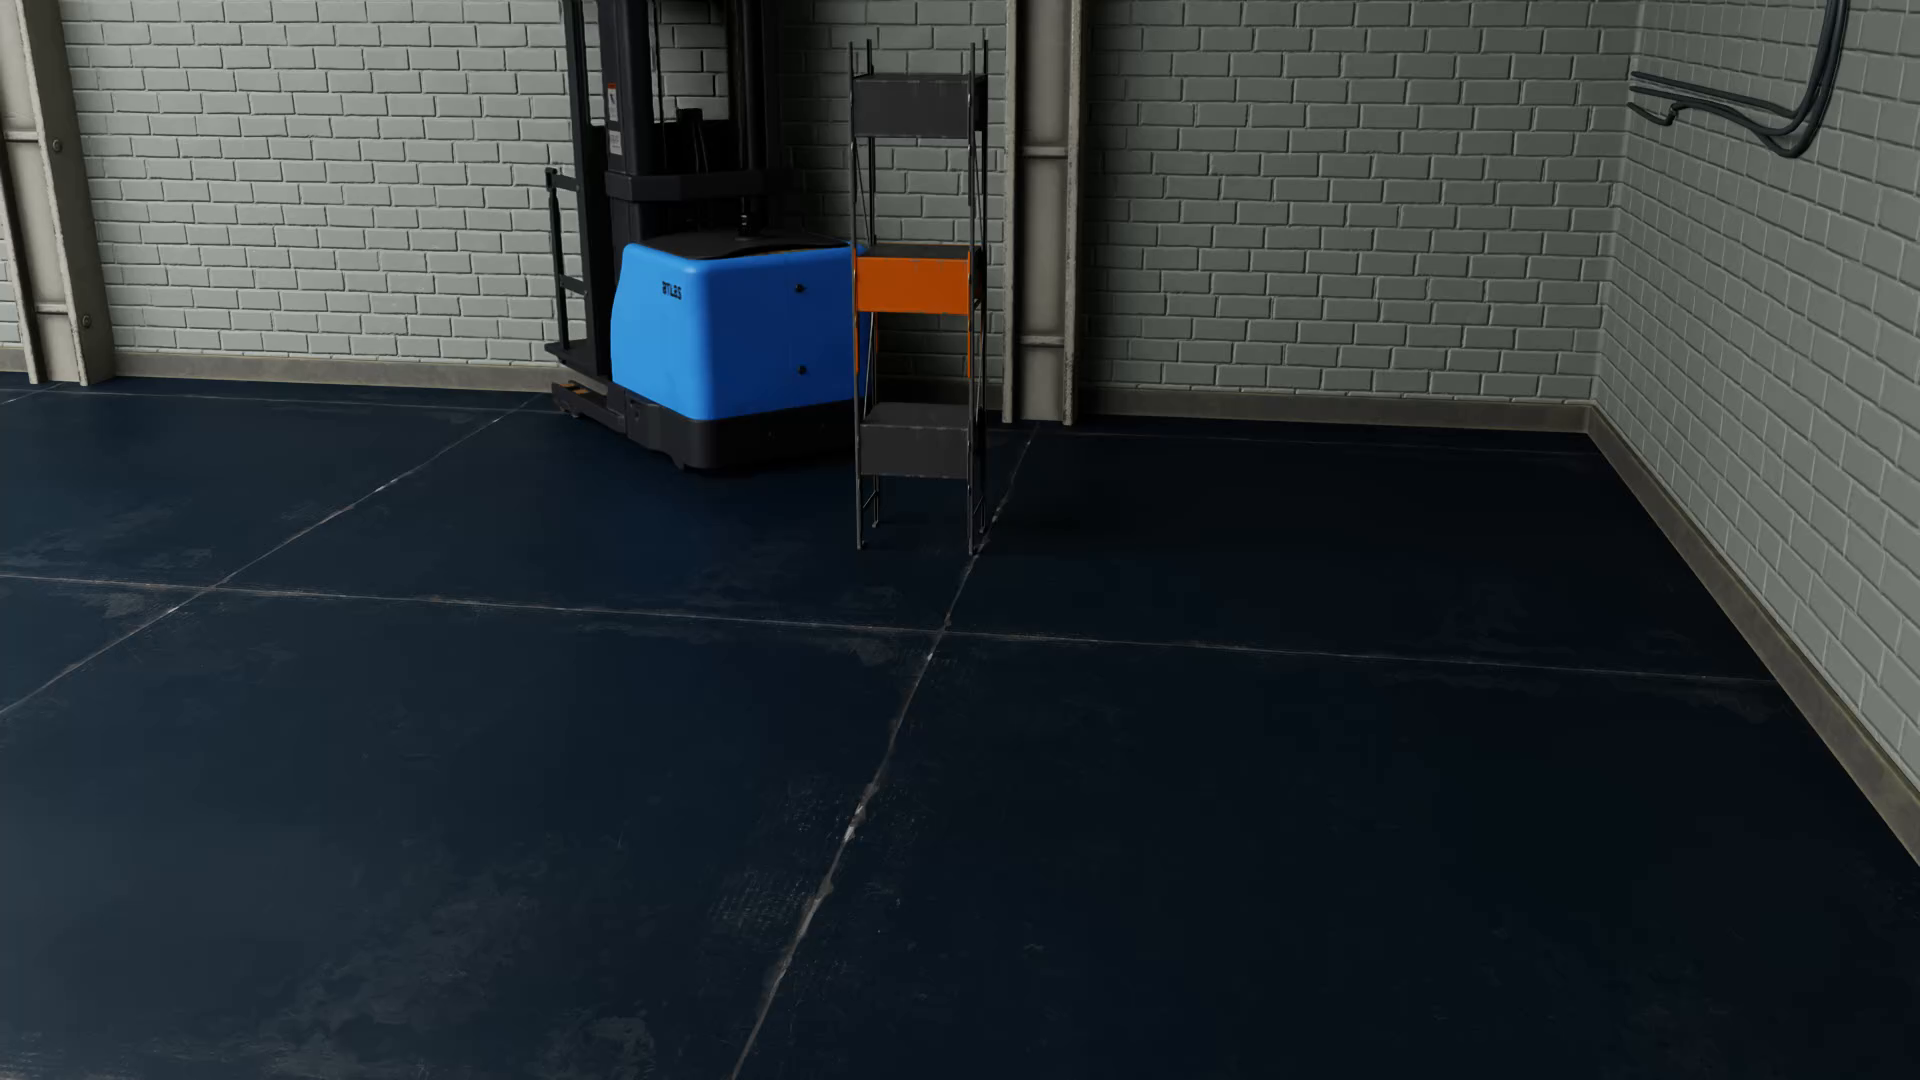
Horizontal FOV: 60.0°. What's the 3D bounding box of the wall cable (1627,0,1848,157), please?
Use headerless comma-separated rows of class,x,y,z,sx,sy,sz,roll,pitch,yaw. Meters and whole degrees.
wall cable,3.154,-2.926,6.759,0.112,2.526,3.097,3,19,9

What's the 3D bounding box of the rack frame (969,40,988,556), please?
rack frame,0.078,-0.992,6.958,0.015,2.100,0.400,3,19,9

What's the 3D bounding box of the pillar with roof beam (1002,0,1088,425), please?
pillar with roof beam,-0.228,-3.612,3.917,0.400,9.000,9.100,3,19,9

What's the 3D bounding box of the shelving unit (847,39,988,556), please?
shelving unit,-0.163,-1.004,6.995,0.503,2.100,0.431,3,19,9

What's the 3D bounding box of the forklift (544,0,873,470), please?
forklift,-1.675,-2.147,9.099,1.130,2.935,3.031,-12,22,-32

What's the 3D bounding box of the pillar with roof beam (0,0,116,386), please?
pillar with roof beam,-6.152,-3.914,4.819,0.400,9.000,9.100,3,19,9

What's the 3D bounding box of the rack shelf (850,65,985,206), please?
rack shelf,-0.163,-1.655,6.777,0.480,0.518,0.431,3,19,9

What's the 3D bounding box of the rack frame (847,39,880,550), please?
rack frame,-0.404,-1.016,7.032,0.015,2.100,0.400,3,19,9

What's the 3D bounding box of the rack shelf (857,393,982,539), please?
rack shelf,-0.163,-0.327,7.221,0.480,0.518,0.431,3,19,9

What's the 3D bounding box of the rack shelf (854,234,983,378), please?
rack shelf,-0.163,-0.991,6.999,0.480,0.518,0.431,3,19,9
